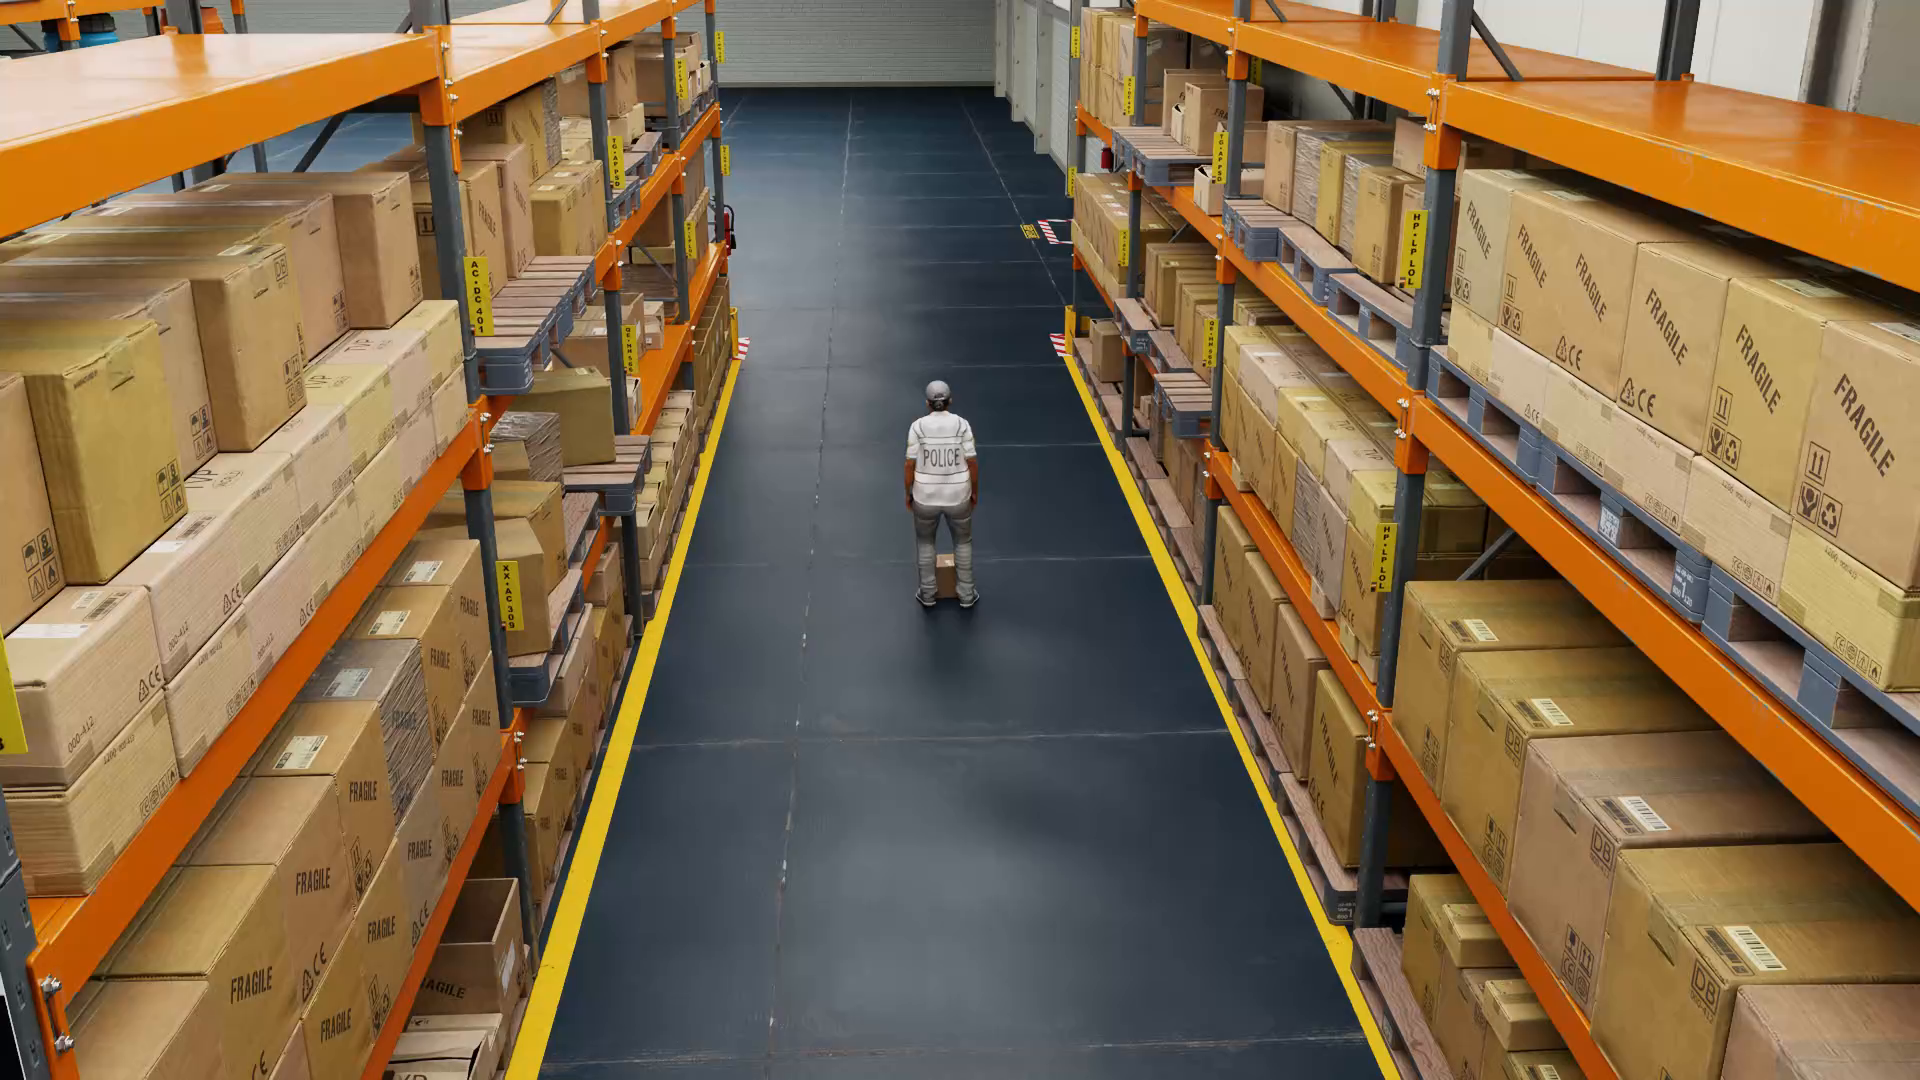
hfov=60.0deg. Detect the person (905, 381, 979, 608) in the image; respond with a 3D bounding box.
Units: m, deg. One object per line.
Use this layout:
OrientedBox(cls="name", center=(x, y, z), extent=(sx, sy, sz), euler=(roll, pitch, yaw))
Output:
OrientedBox(cls="person", center=(-0.125, -0.317, 11.913), extent=(0.539, 1.667, 0.466), euler=(-1, 21, -3))
